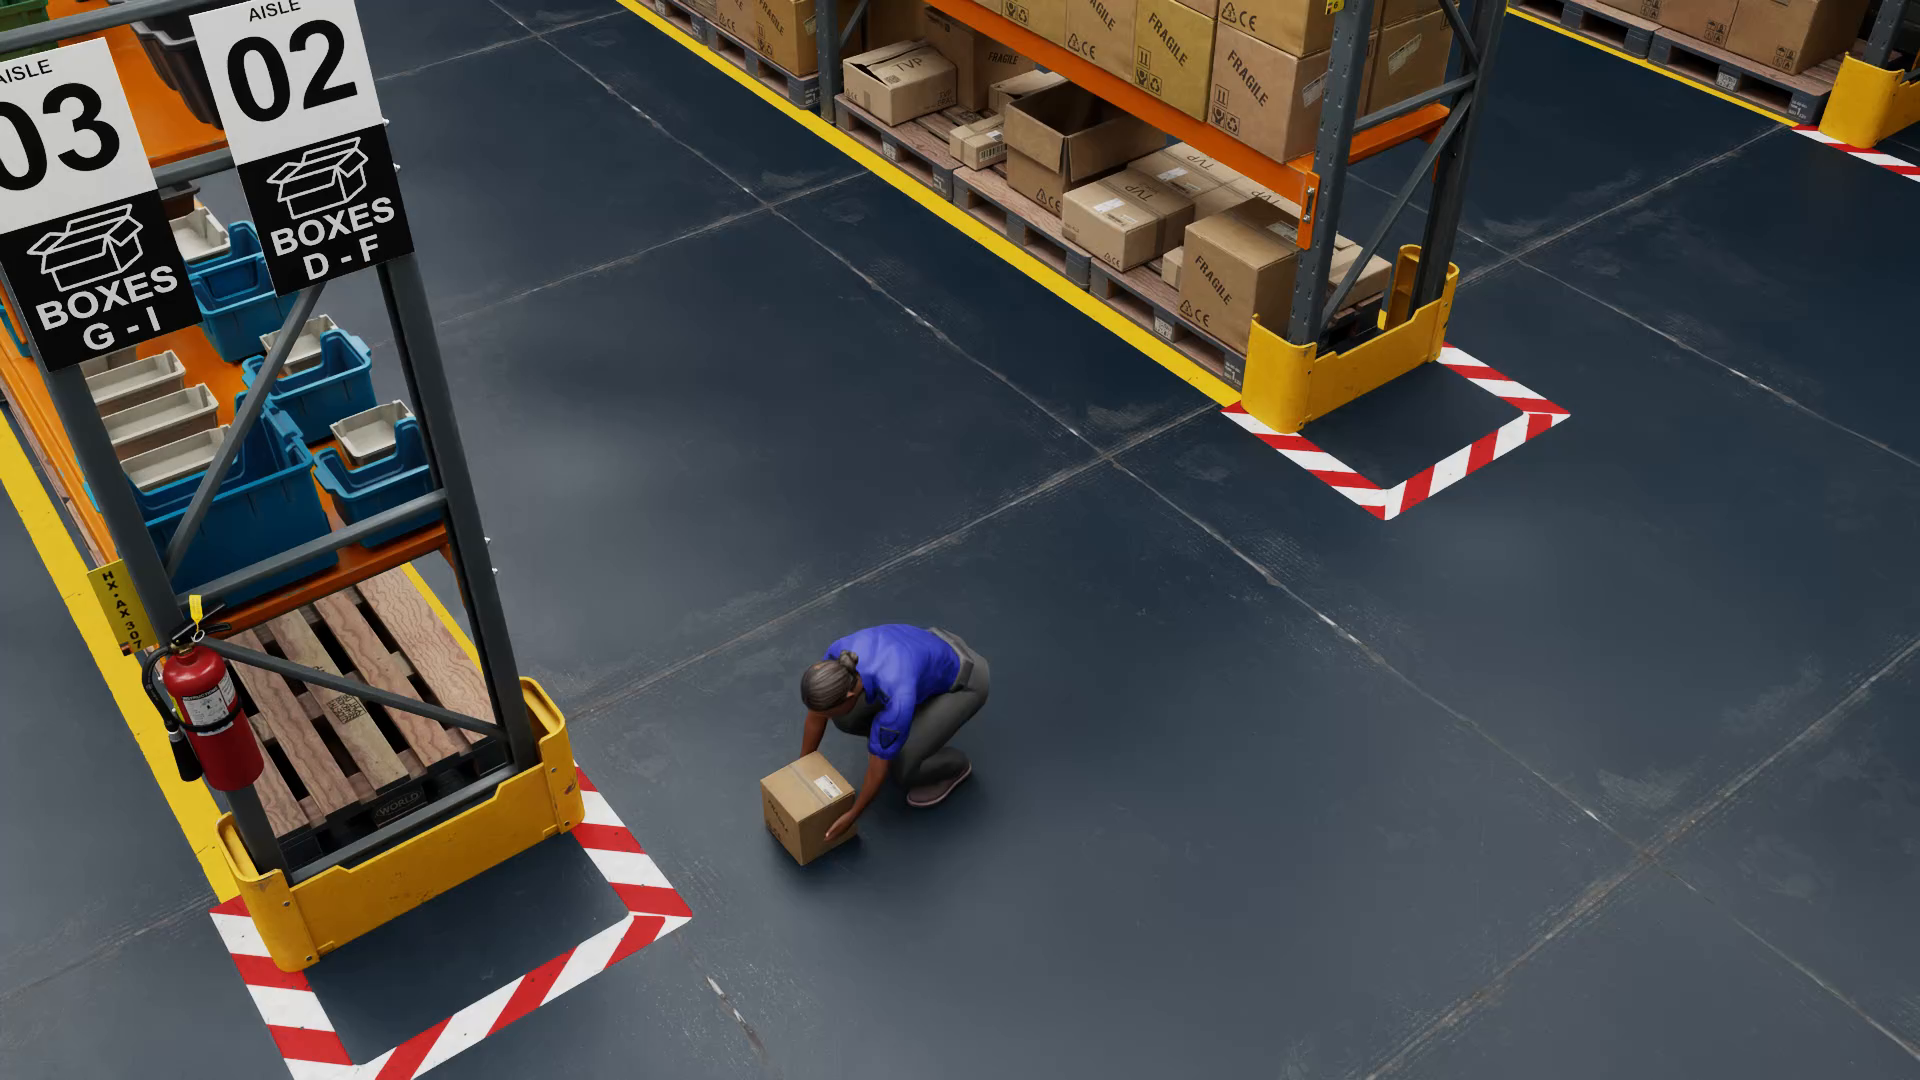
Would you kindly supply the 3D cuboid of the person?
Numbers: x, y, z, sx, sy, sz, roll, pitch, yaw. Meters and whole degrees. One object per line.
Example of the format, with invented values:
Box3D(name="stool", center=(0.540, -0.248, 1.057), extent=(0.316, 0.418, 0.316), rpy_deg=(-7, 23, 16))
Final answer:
Box3D(name="person", center=(-0.256, 0.619, 6.061), extent=(0.821, 0.856, 0.480), rpy_deg=(-27, 47, -28))
